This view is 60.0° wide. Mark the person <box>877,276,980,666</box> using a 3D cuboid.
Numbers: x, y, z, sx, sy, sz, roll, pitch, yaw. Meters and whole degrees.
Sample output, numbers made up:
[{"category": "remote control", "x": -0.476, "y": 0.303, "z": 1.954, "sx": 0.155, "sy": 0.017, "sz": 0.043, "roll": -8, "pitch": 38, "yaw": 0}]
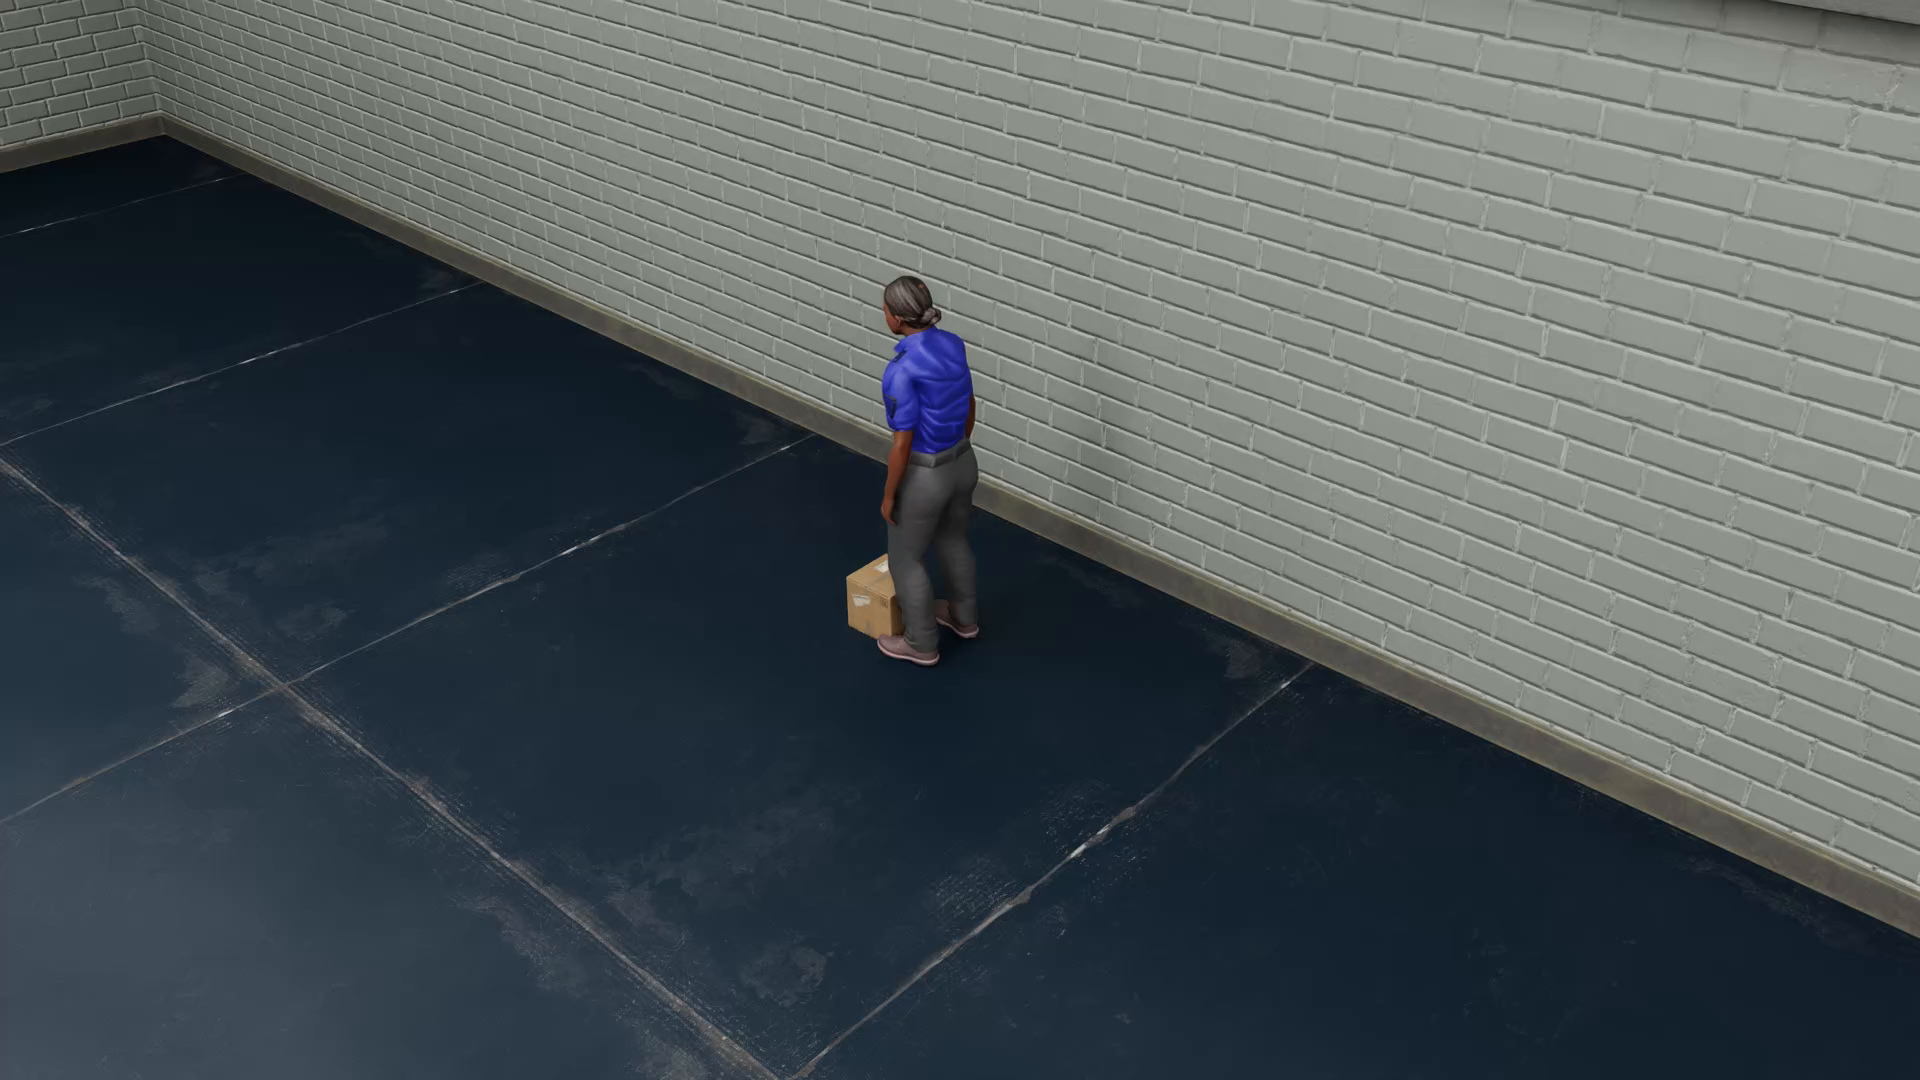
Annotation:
[{"category": "person", "x": -0.123, "y": -0.265, "z": 6.573, "sx": 0.350, "sy": 1.653, "sz": 0.525, "roll": 23, "pitch": 38, "yaw": 32}]
